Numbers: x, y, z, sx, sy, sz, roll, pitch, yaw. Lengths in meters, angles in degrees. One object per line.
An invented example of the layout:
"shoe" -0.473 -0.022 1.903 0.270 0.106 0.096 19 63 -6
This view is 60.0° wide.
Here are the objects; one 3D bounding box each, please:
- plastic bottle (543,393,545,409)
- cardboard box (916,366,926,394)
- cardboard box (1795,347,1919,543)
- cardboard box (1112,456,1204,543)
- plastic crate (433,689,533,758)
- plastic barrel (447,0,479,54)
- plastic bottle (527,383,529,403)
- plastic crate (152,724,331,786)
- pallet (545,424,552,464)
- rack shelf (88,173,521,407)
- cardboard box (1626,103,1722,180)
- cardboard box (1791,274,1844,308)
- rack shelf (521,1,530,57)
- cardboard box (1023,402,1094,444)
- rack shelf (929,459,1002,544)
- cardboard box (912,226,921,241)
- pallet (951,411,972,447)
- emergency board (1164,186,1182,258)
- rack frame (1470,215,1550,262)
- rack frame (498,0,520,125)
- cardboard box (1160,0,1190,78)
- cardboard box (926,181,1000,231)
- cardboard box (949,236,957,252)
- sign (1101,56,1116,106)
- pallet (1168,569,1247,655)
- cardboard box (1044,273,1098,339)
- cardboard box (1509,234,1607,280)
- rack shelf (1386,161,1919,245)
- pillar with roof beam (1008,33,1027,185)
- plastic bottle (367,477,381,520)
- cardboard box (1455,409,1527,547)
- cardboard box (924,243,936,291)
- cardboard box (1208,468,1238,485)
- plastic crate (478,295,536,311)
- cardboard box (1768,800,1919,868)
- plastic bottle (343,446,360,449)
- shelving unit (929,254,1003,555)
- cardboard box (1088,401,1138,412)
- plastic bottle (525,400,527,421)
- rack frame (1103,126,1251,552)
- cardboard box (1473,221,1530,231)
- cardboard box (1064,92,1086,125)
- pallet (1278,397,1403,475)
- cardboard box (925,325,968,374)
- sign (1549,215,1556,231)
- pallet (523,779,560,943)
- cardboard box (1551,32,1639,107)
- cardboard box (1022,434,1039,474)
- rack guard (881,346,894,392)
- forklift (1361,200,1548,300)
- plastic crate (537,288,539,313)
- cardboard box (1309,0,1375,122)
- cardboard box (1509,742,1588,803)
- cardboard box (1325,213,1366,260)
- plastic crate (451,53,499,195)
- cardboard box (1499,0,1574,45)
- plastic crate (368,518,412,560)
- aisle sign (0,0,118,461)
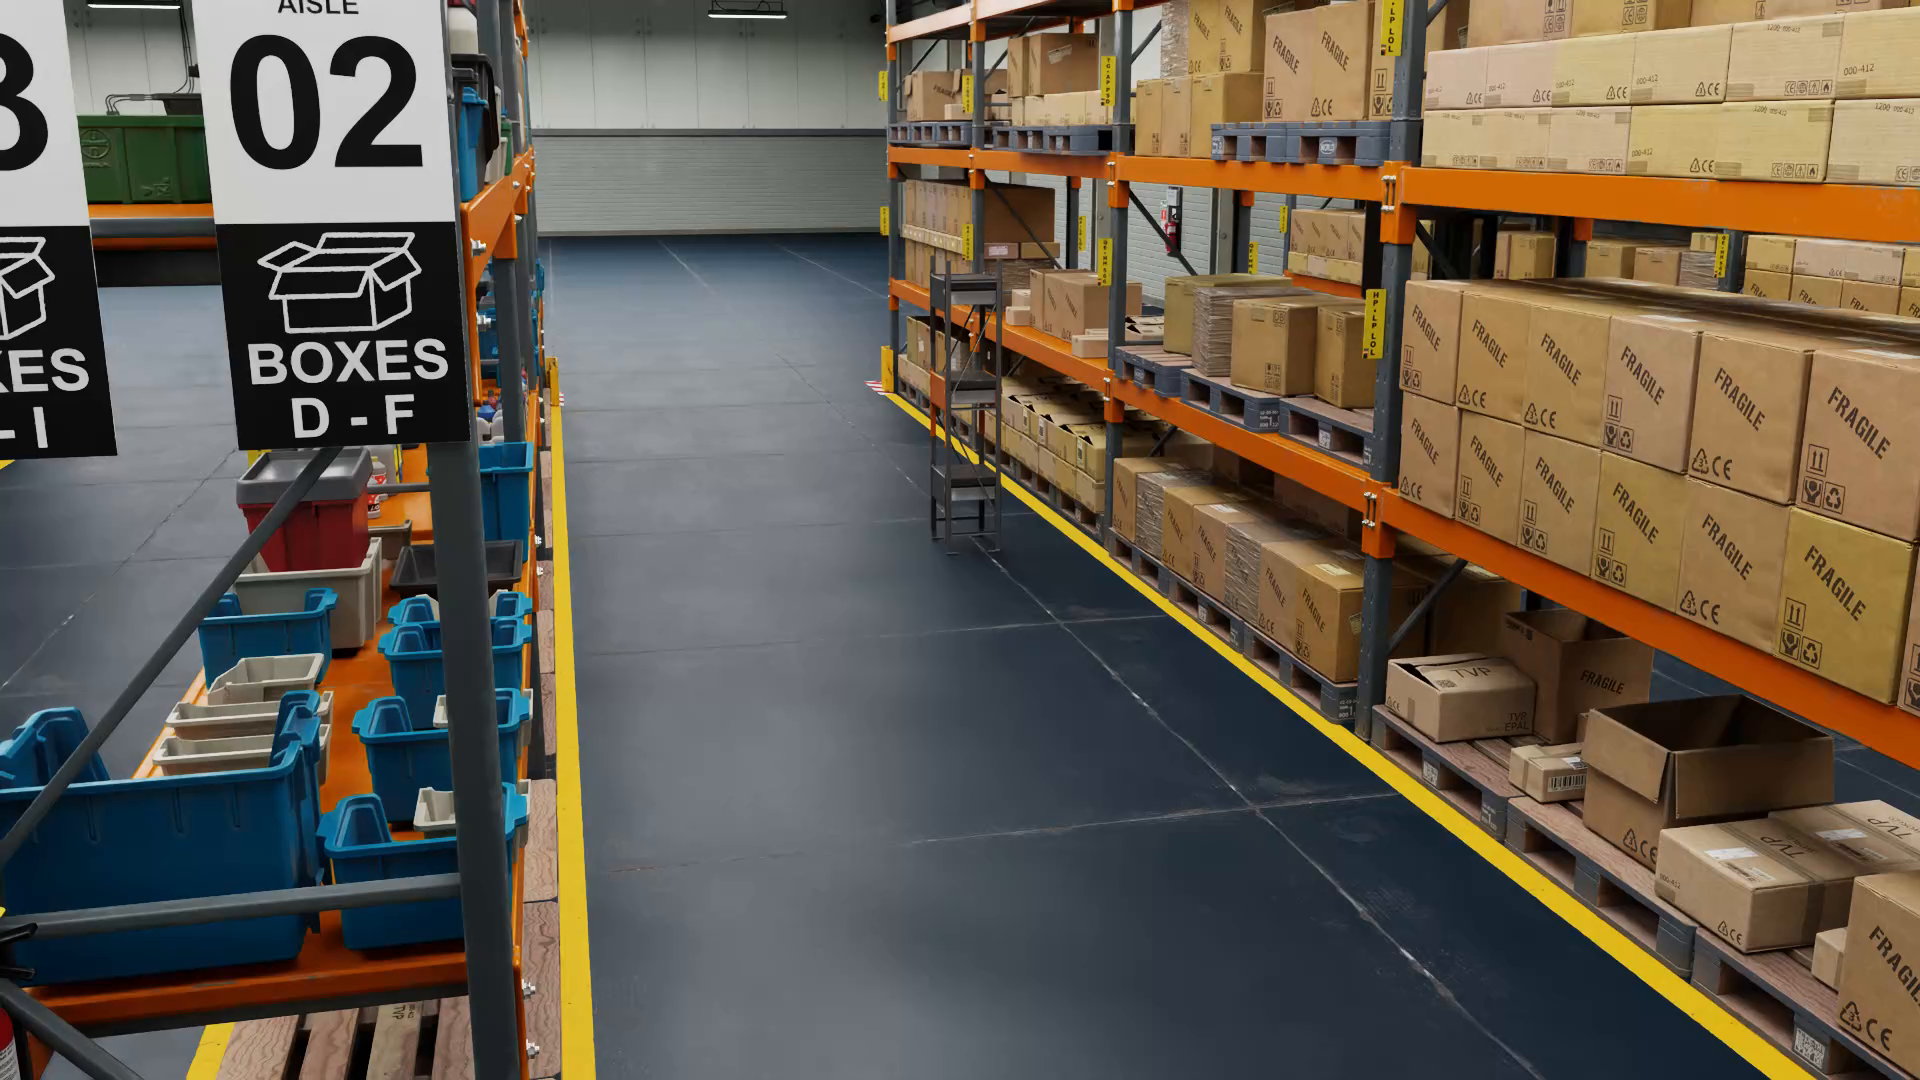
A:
"plastic bottle" -4.221 -1.379 16.563 0.152 0.276 0.135 -4 14 -15
"cardboard box" -0.181 -1.756 18.204 0.500 0.250 0.500 -3 14 -13
"cardboard box" 2.938 -0.302 5.024 0.500 0.500 0.500 -3 14 -12
"cardboard box" 1.380 -0.287 11.623 0.500 0.500 0.500 -3 14 -11
"plastic crate" -1.278 0.500 4.488 0.250 0.136 0.298 -3 14 -13
"plastic barrel" -2.206 -2.073 7.102 0.433 0.535 0.433 0 14 0
"plastic bottle" -2.746 -0.940 10.373 0.097 0.201 0.097 0 14 0
"plastic crate" -1.808 0.565 4.223 0.396 0.136 0.243 -3 14 -13
"pallet" -4.322 -0.859 15.499 1.003 0.211 1.213 -3 14 -13
"rack shelf" -1.856 -0.857 4.811 1.077 0.370 4.000 -3 14 -13
"cardboard box" 2.714 -1.398 5.826 0.500 0.250 0.500 -3 14 -13
"cardboard box" 6.344 -1.641 11.944 0.500 0.500 0.500 -3 14 -11
"rack shelf" -4.674 -4.888 15.834 1.077 0.370 4.000 -3 14 -13
"cardboard box" 0.828 -1.009 13.962 0.500 0.311 0.500 -3 14 -12
"rack shelf" 0.039 -0.289 12.191 0.431 0.518 0.480 -3 14 -13
"cardboard box" -0.324 -3.397 18.435 0.380 0.149 0.250 -3 14 -13
"pallet" 0.465 -1.163 16.742 1.003 0.211 1.213 -3 14 -13
"emergency board" 3.539 -5.375 28.106 0.194 1.169 0.643 -3 14 -13
"rack frame" 5.425 -2.609 16.784 1.000 3.000 0.127 -3 14 -13
"rack frame" -3.265 -4.048 10.035 1.000 3.000 0.127 -3 14 -13
"cardboard box" 1.647 -3.299 10.974 0.500 0.500 0.500 -3 14 -13
"cardboard box" 0.029 -3.575 17.797 0.700 0.500 0.500 -3 14 -13
"cardboard box" 0.102 -2.981 16.731 0.380 0.149 0.250 -3 14 -13
"sign" 1.009 -3.127 11.328 0.100 0.325 0.005 -3 14 -13
"pallet" 1.972 0.401 10.341 1.003 0.211 1.213 -3 14 -13
"cardboard box" 1.017 -1.965 13.940 0.500 0.500 0.500 -3 14 -13
"cardboard box" 5.636 -2.622 15.703 0.700 0.500 0.500 -2 14 -7
"rack shelf" 2.960 -1.132 5.938 1.077 0.370 4.000 -3 14 -13
"pillar with roof beam" -2.921 -10.245 35.400 9.100 9.000 0.400 -3 14 -13
"plastic bottle" -2.616 -0.199 7.338 0.097 0.201 0.097 0 14 0
"cardboard box" 2.468 -0.284 7.059 0.500 0.500 0.500 -3 14 -12
"cardboard box" 0.008 -2.959 18.007 0.700 0.500 0.500 -3 14 -13
"cardboard box" 1.998 -0.206 11.289 0.500 0.500 0.500 -3 14 -11
"plastic crate" -3.347 -1.555 12.335 0.402 0.464 0.583 -3 14 -13
"cardboard box" 3.343 1.187 6.116 0.500 0.250 0.500 -3 14 -13
"plastic bottle" -2.818 -0.308 7.628 0.152 0.276 0.135 -3 14 -13
"shelving unit" 0.039 -0.982 12.022 0.431 2.100 0.503 -3 14 -13
"cardboard box" 1.343 -1.044 14.107 0.500 0.311 0.500 -3 14 -14
"plastic bottle" -2.555 -0.752 9.604 0.097 0.201 0.097 0 14 0
"rack frame" 1.551 -1.409 11.874 1.000 3.000 0.127 -3 14 -13
"cardboard box" 5.518 -3.030 17.202 0.500 0.500 0.500 -4 14 -14
"cardboard box" 1.125 -3.351 12.935 0.500 0.250 0.500 -4 14 -14
"pallet" 2.408 -0.583 8.899 1.003 0.211 1.213 -3 14 -13
"cardboard box" -0.069 -2.005 17.641 0.500 0.500 0.500 -3 14 -13
"sign" 5.964 -3.203 16.777 0.100 0.325 0.005 -3 14 -13
"pallet" -2.115 1.311 6.616 1.003 0.211 1.213 -3 14 -13
"cardboard box" 2.588 -1.756 6.237 0.500 0.250 0.500 -3 14 -13
"cardboard box" 0.827 -0.738 14.038 0.500 0.250 0.500 -3 14 -12
"rack guard" -0.334 -2.046 19.747 1.175 0.500 0.348 -3 14 -13
"forklift" 3.980 -1.719 13.287 1.130 2.935 3.031 -7 15 -26
"plastic crate" -4.249 -2.282 15.896 0.450 0.188 0.662 -3 14 -13
"cardboard box" 2.264 -2.518 8.785 0.600 0.600 0.600 -3 14 -14
"cardboard box" 2.591 0.984 7.121 0.380 0.166 0.250 -3 14 -13
"cardboard box" 4.528 -3.472 19.010 0.500 0.500 0.500 -4 14 -15
"plastic crate" -1.478 -1.083 4.350 0.504 0.338 0.767 -3 14 -13
"cardboard box" 2.621 -2.244 6.655 0.700 0.500 0.500 -3 14 -13
"plastic crate" -2.355 0.003 6.522 0.396 0.136 0.243 -3 14 -13
"aisle sign" -1.654 -0.518 2.750 0.394 0.787 0.004 -3 14 -13
